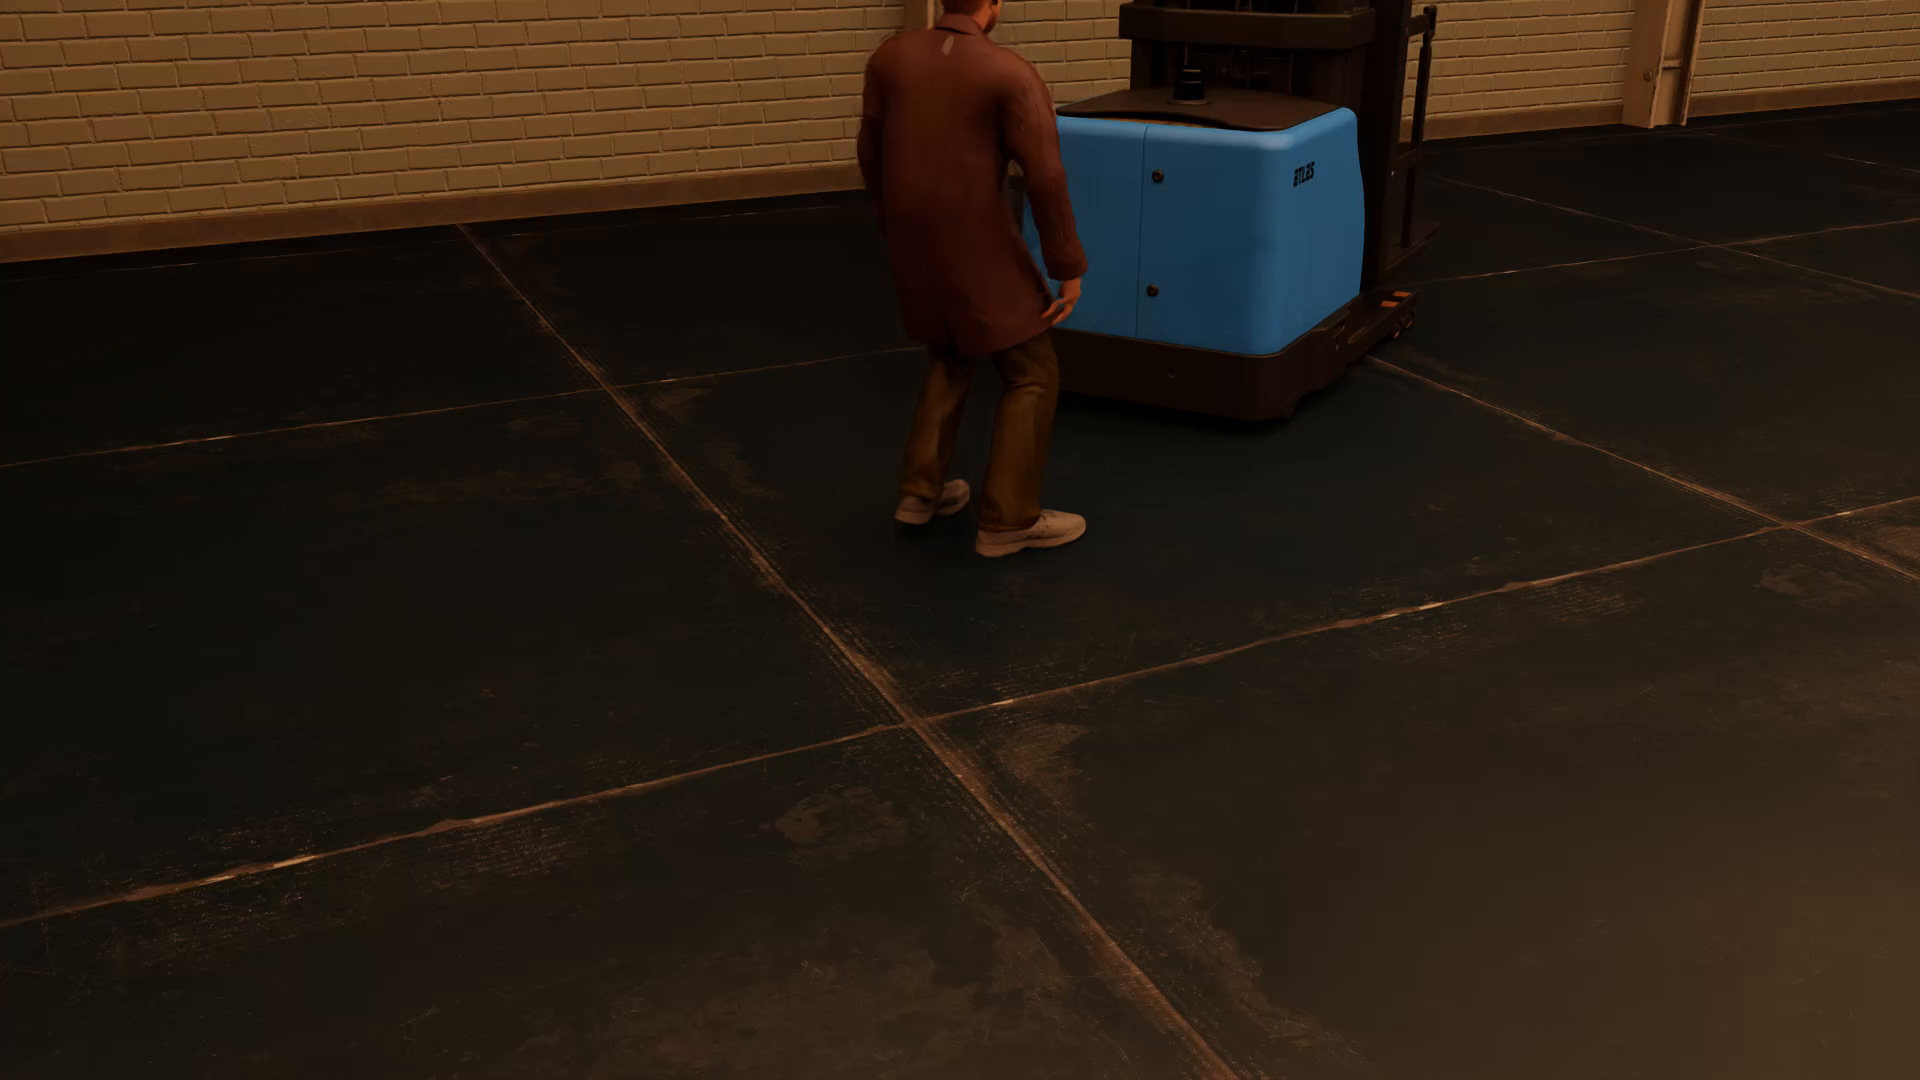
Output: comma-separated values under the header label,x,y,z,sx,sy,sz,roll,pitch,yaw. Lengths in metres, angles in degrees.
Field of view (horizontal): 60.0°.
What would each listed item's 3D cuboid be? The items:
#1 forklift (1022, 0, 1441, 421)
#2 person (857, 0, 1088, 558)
label,x,y,z,sx,sy,sz,roll,pitch,yaw
forklift,1.380,-2.301,6.824,1.130,2.935,3.031,12,26,27
person,0.038,-0.837,4.866,0.736,1.737,0.435,15,27,31
